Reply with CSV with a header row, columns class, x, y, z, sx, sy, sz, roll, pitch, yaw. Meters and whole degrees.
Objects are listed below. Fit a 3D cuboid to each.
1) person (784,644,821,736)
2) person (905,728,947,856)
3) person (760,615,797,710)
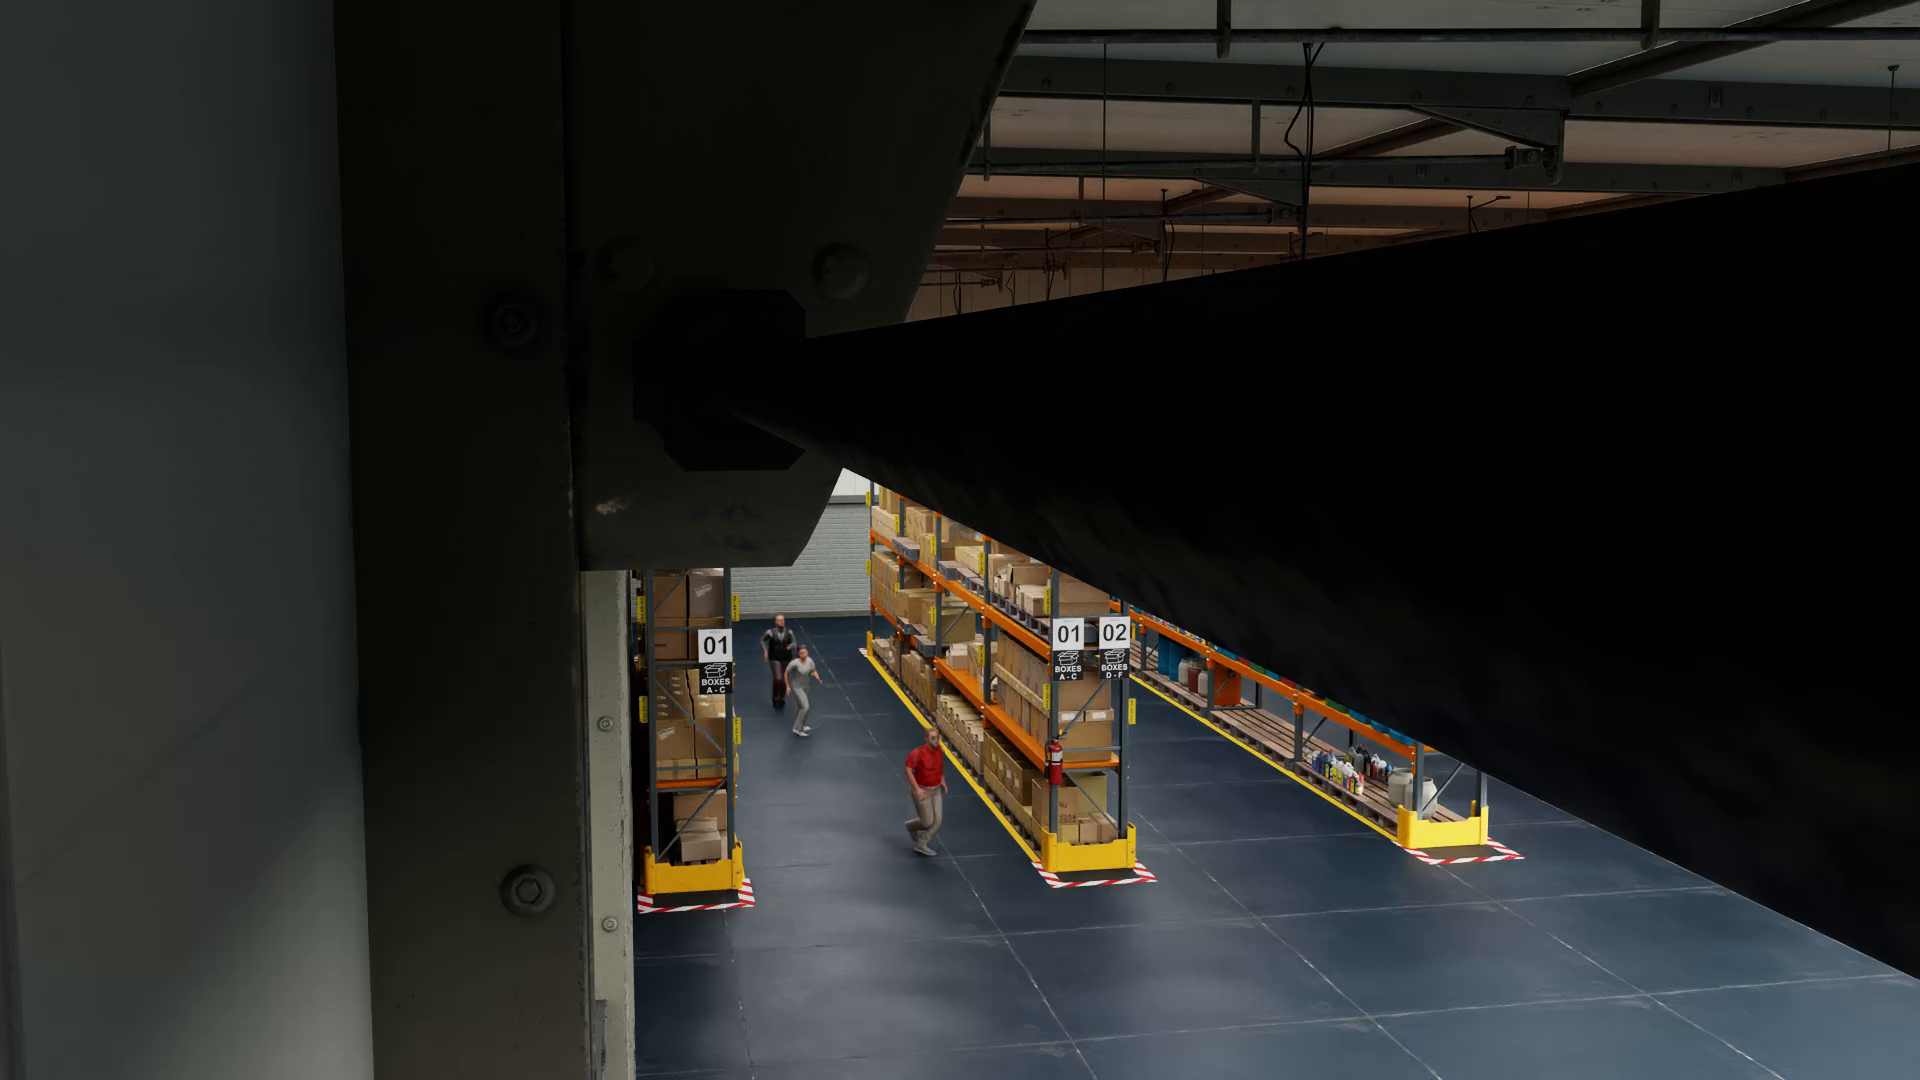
class,x,y,z,sx,sy,sz,roll,pitch,yaw
person,-2.690,2.594,28.614,0.782,1.598,0.580,4,7,35
person,-0.480,3.256,21.626,0.661,1.670,0.572,-5,8,-42
person,-3.333,2.267,30.807,0.641,1.748,0.724,-2,6,-22
